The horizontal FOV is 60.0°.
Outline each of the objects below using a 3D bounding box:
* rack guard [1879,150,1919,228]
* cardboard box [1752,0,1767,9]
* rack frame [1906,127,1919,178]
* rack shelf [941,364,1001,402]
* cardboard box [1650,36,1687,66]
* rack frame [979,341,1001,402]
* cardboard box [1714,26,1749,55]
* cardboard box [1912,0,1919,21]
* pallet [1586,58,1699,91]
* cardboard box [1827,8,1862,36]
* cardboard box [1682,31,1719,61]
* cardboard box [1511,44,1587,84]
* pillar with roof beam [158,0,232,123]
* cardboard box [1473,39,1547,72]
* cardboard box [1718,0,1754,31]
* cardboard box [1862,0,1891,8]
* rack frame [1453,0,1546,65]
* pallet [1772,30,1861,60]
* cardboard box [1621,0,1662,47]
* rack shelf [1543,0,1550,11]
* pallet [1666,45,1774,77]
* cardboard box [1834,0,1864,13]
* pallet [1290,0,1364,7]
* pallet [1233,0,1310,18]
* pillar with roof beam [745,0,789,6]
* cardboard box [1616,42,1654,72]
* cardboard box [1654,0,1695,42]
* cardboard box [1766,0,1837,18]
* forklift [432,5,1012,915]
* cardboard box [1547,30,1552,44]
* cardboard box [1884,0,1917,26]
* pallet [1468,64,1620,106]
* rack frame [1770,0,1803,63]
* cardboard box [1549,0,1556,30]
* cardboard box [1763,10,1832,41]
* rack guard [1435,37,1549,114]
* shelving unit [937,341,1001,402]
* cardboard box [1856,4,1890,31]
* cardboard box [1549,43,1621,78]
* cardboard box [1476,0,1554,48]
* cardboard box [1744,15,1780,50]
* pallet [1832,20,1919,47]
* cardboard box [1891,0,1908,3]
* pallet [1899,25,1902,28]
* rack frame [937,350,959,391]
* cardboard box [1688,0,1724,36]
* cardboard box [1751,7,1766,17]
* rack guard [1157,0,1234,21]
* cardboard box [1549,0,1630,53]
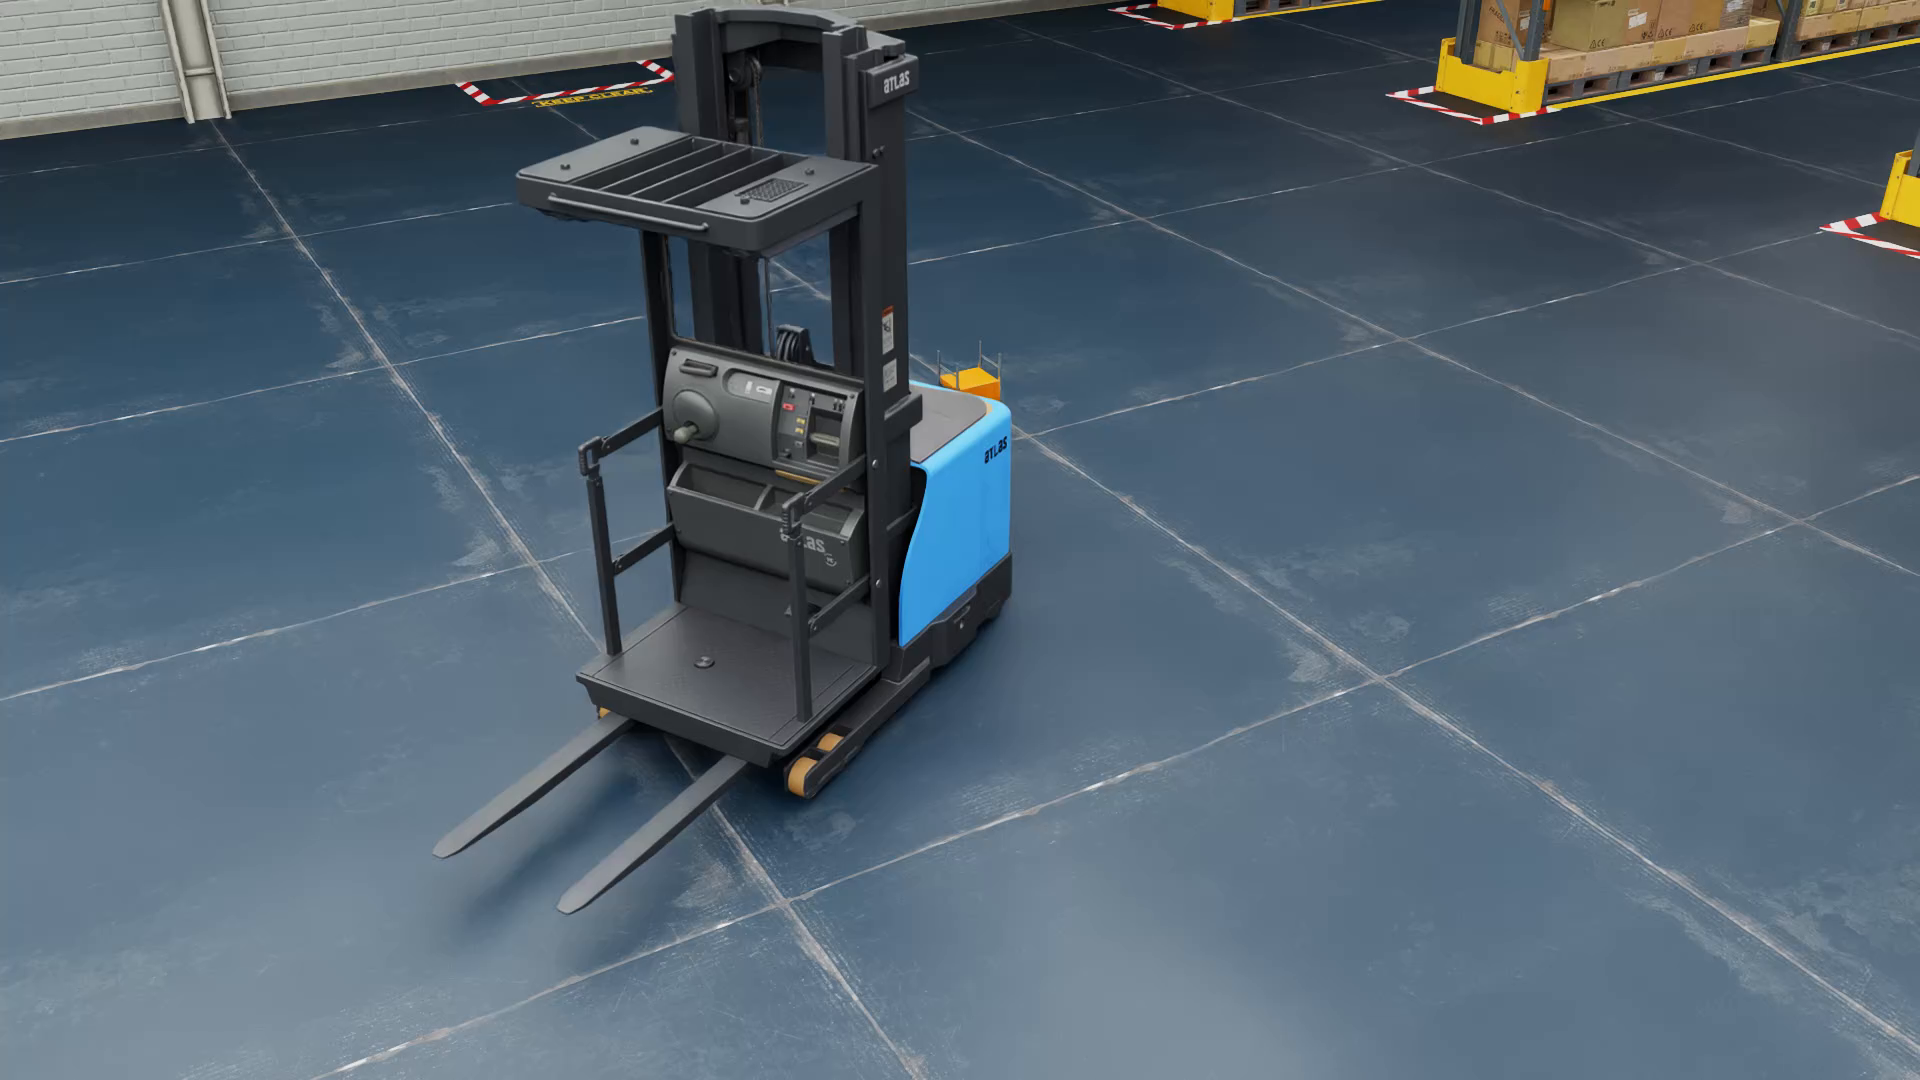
[{"bbox_3d":[7.902,-2.662,13.056,0.348,0.500,1.175,-16,33,-26],"label":"rack guard"},{"bbox_3d":[9.007,-6.206,18.721,0.500,0.311,0.500,-16,33,-26],"label":"cardboard box"},{"bbox_3d":[7.861,-3.718,12.383,0.127,3.000,1.000,-16,33,-26],"label":"rack frame"},{"bbox_3d":[0.046,-0.712,8.388,0.240,0.259,0.215,-16,33,-26],"label":"rack shelf"},{"bbox_3d":[7.223,-5.168,17.421,0.500,0.250,0.500,-16,33,-26],"label":"cardboard box"},{"bbox_3d":[0.151,-0.503,8.574,0.008,1.050,0.200,-16,33,-26],"label":"rack frame"},{"bbox_3d":[8.078,-5.419,17.876,0.500,0.250,0.500,-16,33,-26],"label":"cardboard box"},{"bbox_3d":[11.044,-6.241,19.366,0.500,0.250,0.500,-15,32,-25],"label":"cardboard box"},{"bbox_3d":[7.043,-5.063,17.706,1.213,0.211,1.003,-16,33,-26],"label":"pallet"},{"bbox_3d":[9.718,-5.862,18.679,0.500,0.250,0.500,-15,32,-25],"label":"cardboard box"},{"bbox_3d":[7.654,-5.290,17.643,0.500,0.250,0.500,-16,33,-26],"label":"cardboard box"},{"bbox_3d":[5.929,-4.801,16.757,0.500,0.250,0.500,-16,33,-26],"label":"cardboard box"},{"bbox_3d":[-5.158,-6.273,10.803,0.400,9.000,9.100,-16,33,-26],"label":"pillar with roof beam"},{"bbox_3d":[5.667,-5.017,17.148,0.500,0.250,0.500,-16,33,-26],"label":"cardboard box"},{"bbox_3d":[8.077,-5.748,17.696,0.500,0.500,0.500,-16,33,-26],"label":"cardboard box"},{"bbox_3d":[10.165,-6.232,18.769,0.500,0.311,0.500,-17,33,-28],"label":"cardboard box"},{"bbox_3d":[5.354,-5.783,16.124,0.127,3.000,1.000,-16,33,-26],"label":"rack frame"},{"bbox_3d":[9.418,-5.738,18.928,1.213,0.211,1.003,-16,33,-26],"label":"pallet"},{"bbox_3d":[6.784,-5.381,17.030,0.500,0.500,0.500,-16,33,-26],"label":"cardboard box"},{"bbox_3d":[7.079,-5.957,17.185,4.000,0.370,1.077,-16,33,-26],"label":"rack shelf"},{"bbox_3d":[8.096,-5.364,18.251,1.213,0.211,1.003,-16,33,-26],"label":"pallet"},{"bbox_3d":[9.720,-6.105,18.539,0.500,0.311,0.500,-16,33,-27],"label":"cardboard box"},{"bbox_3d":[4.676,-7.124,21.440,1.213,0.211,1.003,-16,33,-26],"label":"pallet"},{"bbox_3d":[3.625,-6.827,20.903,1.213,0.211,1.003,-16,33,-26],"label":"pallet"},{"bbox_3d":[0.015,-7.742,13.464,0.400,9.000,9.100,-16,33,-26],"label":"pillar with roof beam"},{"bbox_3d":[6.790,-5.047,17.203,0.500,0.250,0.500,-16,33,-26],"label":"cardboard box"},{"bbox_3d":[7.224,-5.496,17.239,0.500,0.500,0.500,-16,33,-26],"label":"cardboard box"},{"bbox_3d":[9.285,-5.985,18.321,0.500,0.311,0.500,-16,33,-26],"label":"cardboard box"},{"bbox_3d":[-0.920,-0.477,6.581,1.130,2.935,3.031,16,32,26],"label":"forklift"},{"bbox_3d":[6.092,-5.144,17.378,0.500,0.250,0.500,-16,33,-26],"label":"cardboard box"},{"bbox_3d":[10.602,-6.114,19.135,0.500,0.250,0.500,-15,32,-25],"label":"cardboard box"},{"bbox_3d":[5.992,-4.766,17.168,1.213,0.211,1.003,-16,33,-26],"label":"pallet"},{"bbox_3d":[8.803,-6.762,17.898,0.127,3.000,1.000,-16,33,-26],"label":"rack frame"},{"bbox_3d":[6.521,-5.597,17.423,0.500,0.500,0.500,-16,33,-26],"label":"cardboard box"},{"bbox_3d":[9.276,-5.737,18.453,0.500,0.250,0.500,-17,33,-27],"label":"cardboard box"},{"bbox_3d":[5.334,-4.682,16.717,0.348,0.500,1.175,-16,33,-26],"label":"rack guard"},{"bbox_3d":[0.046,-0.473,8.520,0.252,1.050,0.215,-16,33,-26],"label":"shelving unit"},{"bbox_3d":[10.163,-5.990,18.910,0.500,0.250,0.500,-17,33,-28],"label":"cardboard box"},{"bbox_3d":[6.359,-4.925,16.981,0.500,0.250,0.500,-16,33,-26],"label":"cardboard box"},{"bbox_3d":[5.666,-5.346,16.968,0.500,0.500,0.500,-16,33,-26],"label":"cardboard box"},{"bbox_3d":[8.514,-5.537,18.090,0.500,0.250,0.500,-16,33,-26],"label":"cardboard box"},{"bbox_3d":[10.471,-6.038,19.473,1.213,0.211,1.003,-16,33,-26],"label":"pallet"},{"bbox_3d":[10.610,-6.362,19.004,0.500,0.311,0.500,-15,32,-25],"label":"cardboard box"},{"bbox_3d":[11.522,-6.335,20.010,1.213,0.211,1.003,-16,33,-26],"label":"pallet"},{"bbox_3d":[-0.059,-0.443,8.466,0.008,1.050,0.200,-16,33,-26],"label":"rack frame"},{"bbox_3d":[7.648,-5.624,17.471,0.500,0.500,0.500,-16,33,-26],"label":"cardboard box"},{"bbox_3d":[9.014,-5.964,18.864,0.500,0.250,0.500,-16,33,-27],"label":"cardboard box"},{"bbox_3d":[2.907,-6.770,20.499,0.348,0.500,1.175,-16,33,-26],"label":"rack guard"},{"bbox_3d":[6.359,-5.253,16.799,0.500,0.500,0.500,-16,33,-26],"label":"cardboard box"}]
